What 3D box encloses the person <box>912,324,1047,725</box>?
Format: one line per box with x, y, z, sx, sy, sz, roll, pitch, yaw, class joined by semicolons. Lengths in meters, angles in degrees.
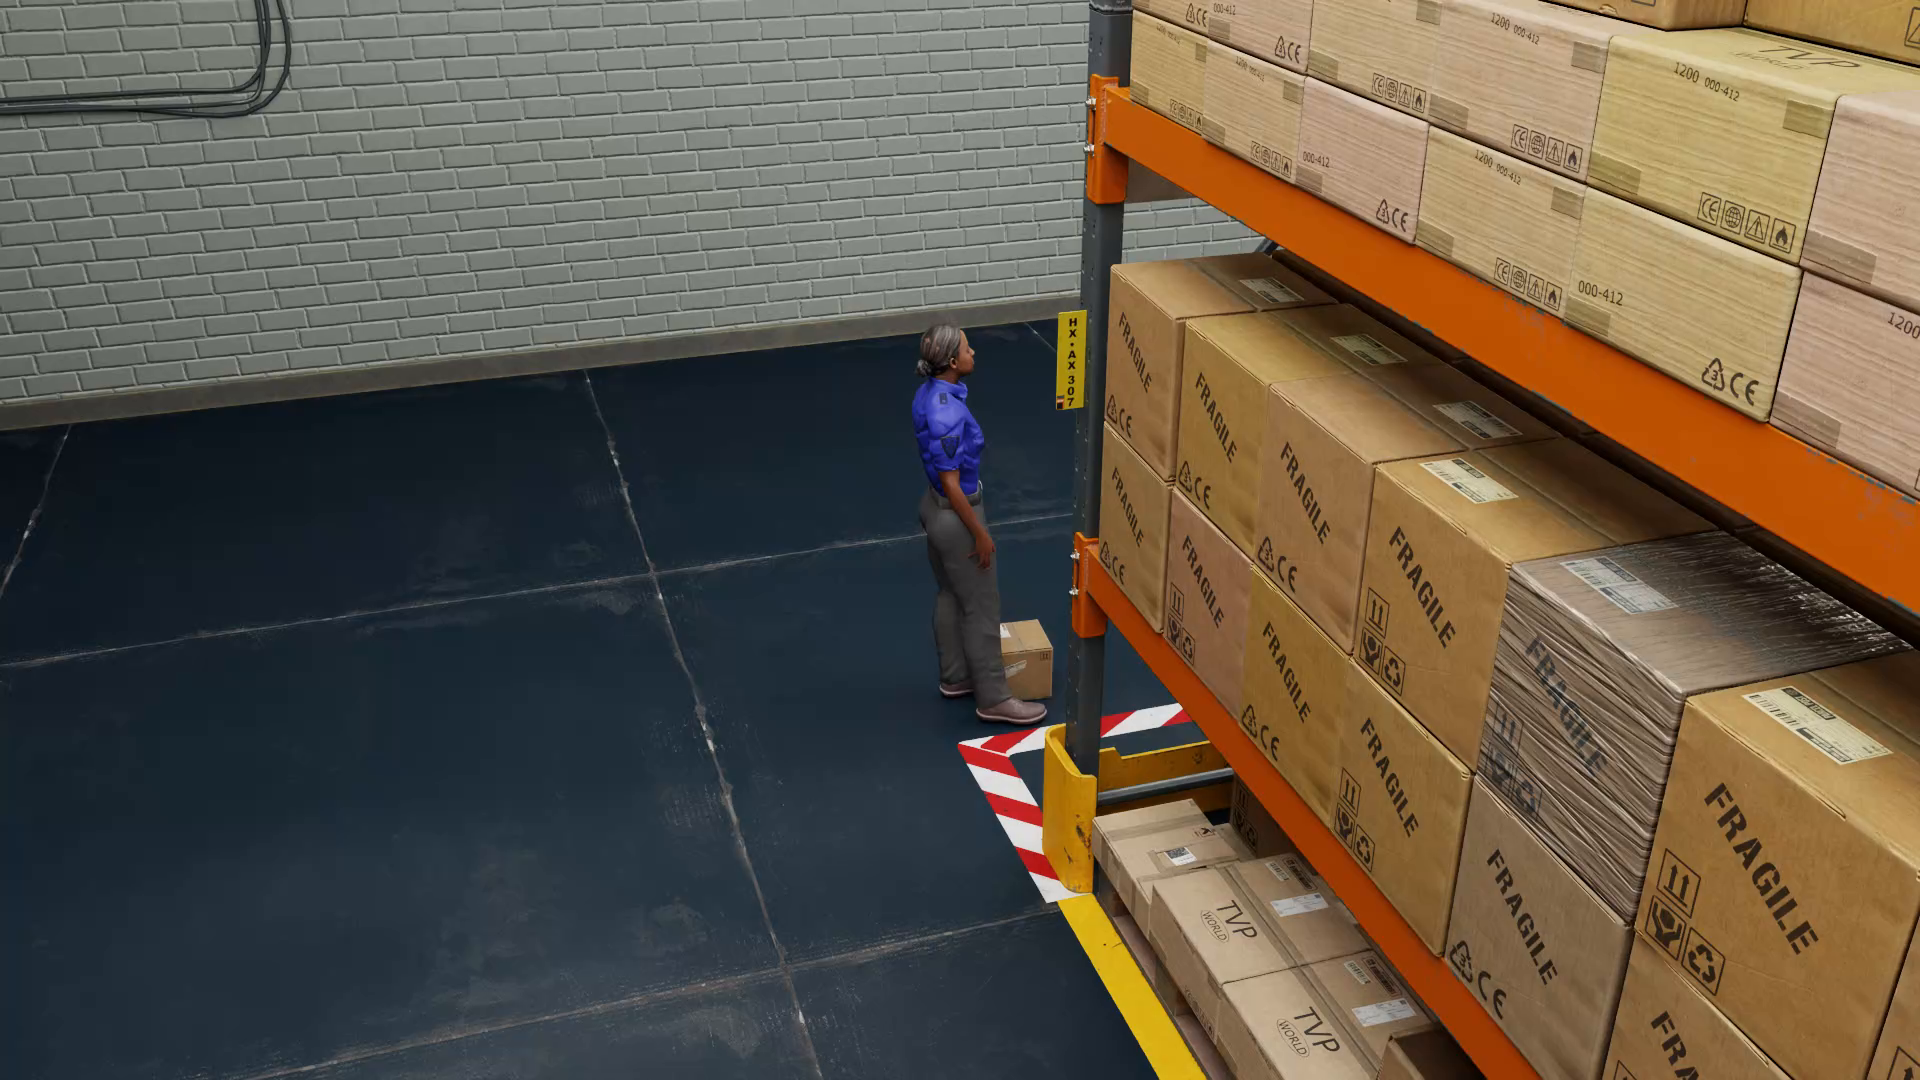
0.069;-0.079;6.759;0.504;1.655;0.568;-6;27;-11;person
